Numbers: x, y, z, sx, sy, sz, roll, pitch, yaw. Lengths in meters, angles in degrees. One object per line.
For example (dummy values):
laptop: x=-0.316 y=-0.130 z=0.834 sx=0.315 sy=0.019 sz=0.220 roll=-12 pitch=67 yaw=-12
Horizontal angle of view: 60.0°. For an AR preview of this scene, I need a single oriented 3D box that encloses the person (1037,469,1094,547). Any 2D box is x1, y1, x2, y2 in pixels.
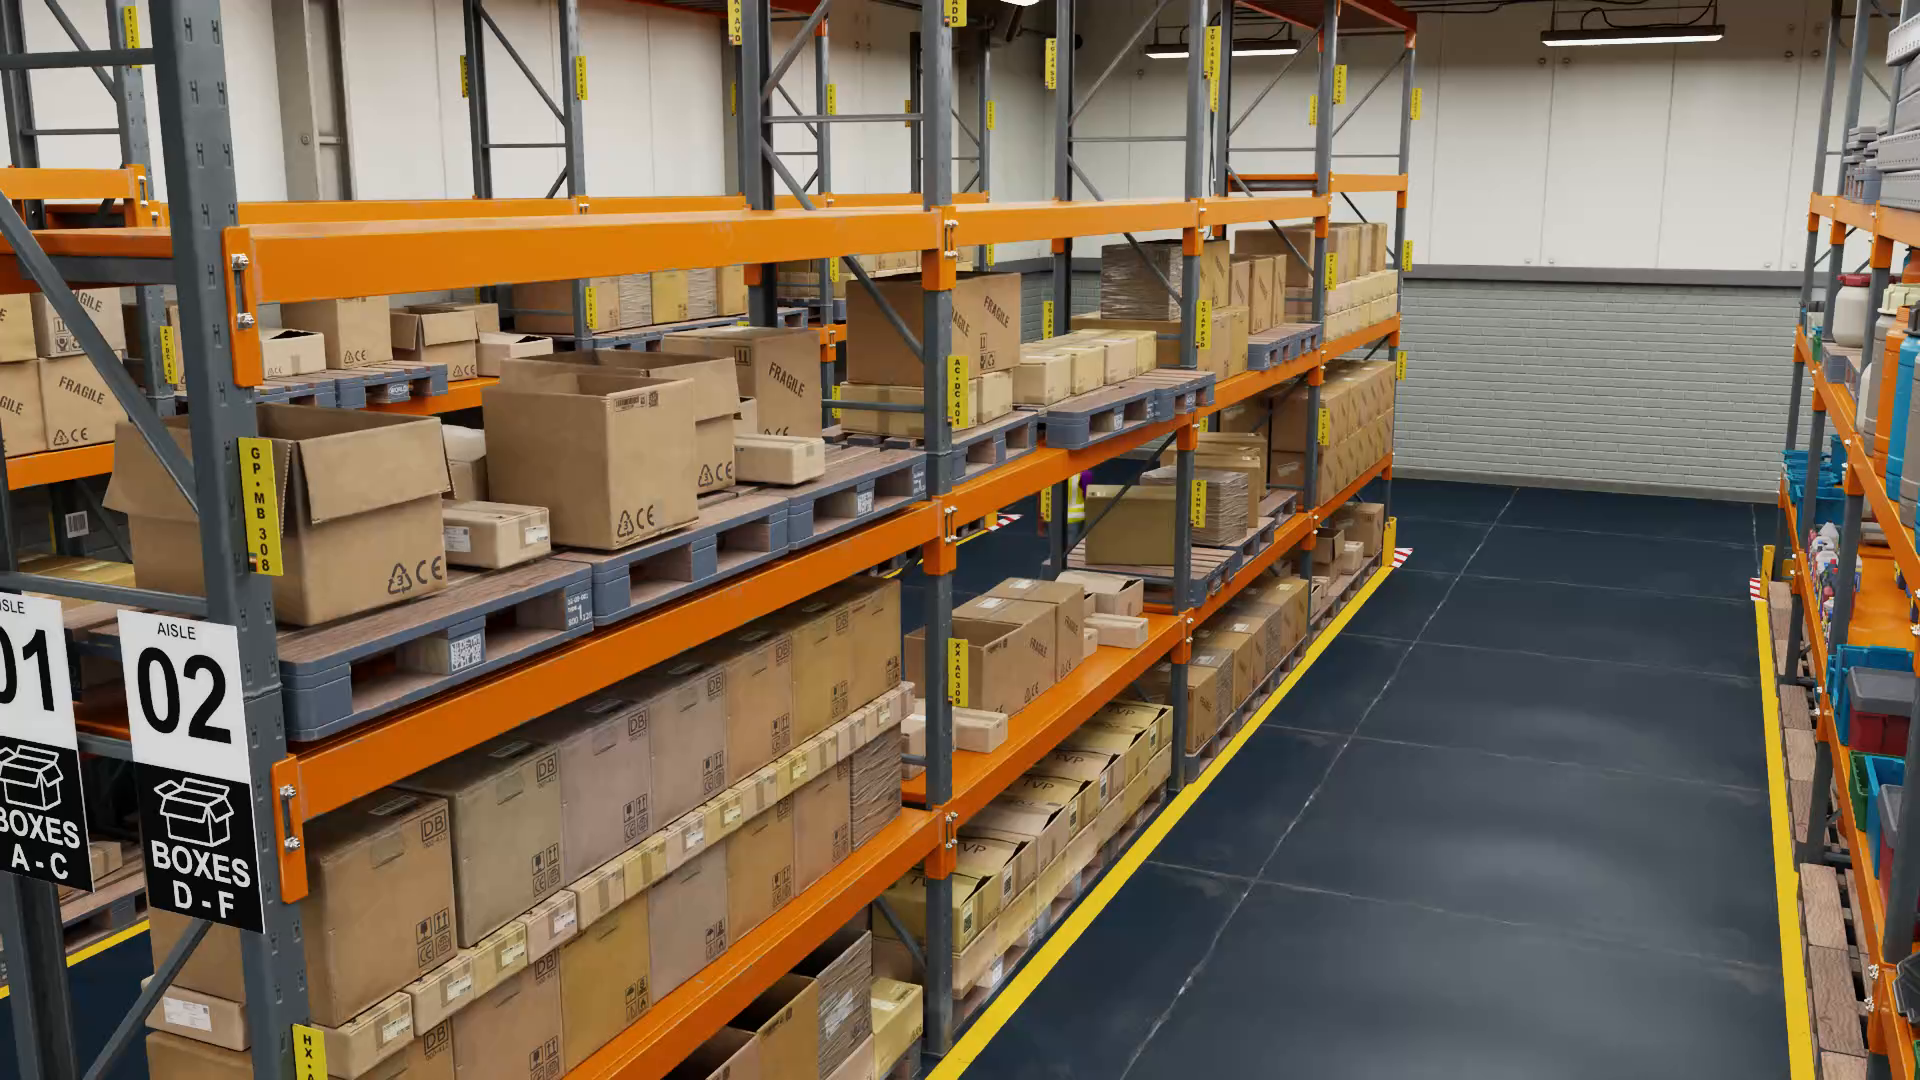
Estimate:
person: x=1.091 y=-0.161 z=16.715 sx=0.573 sy=1.830 sz=0.607 roll=8 pitch=14 yaw=33
